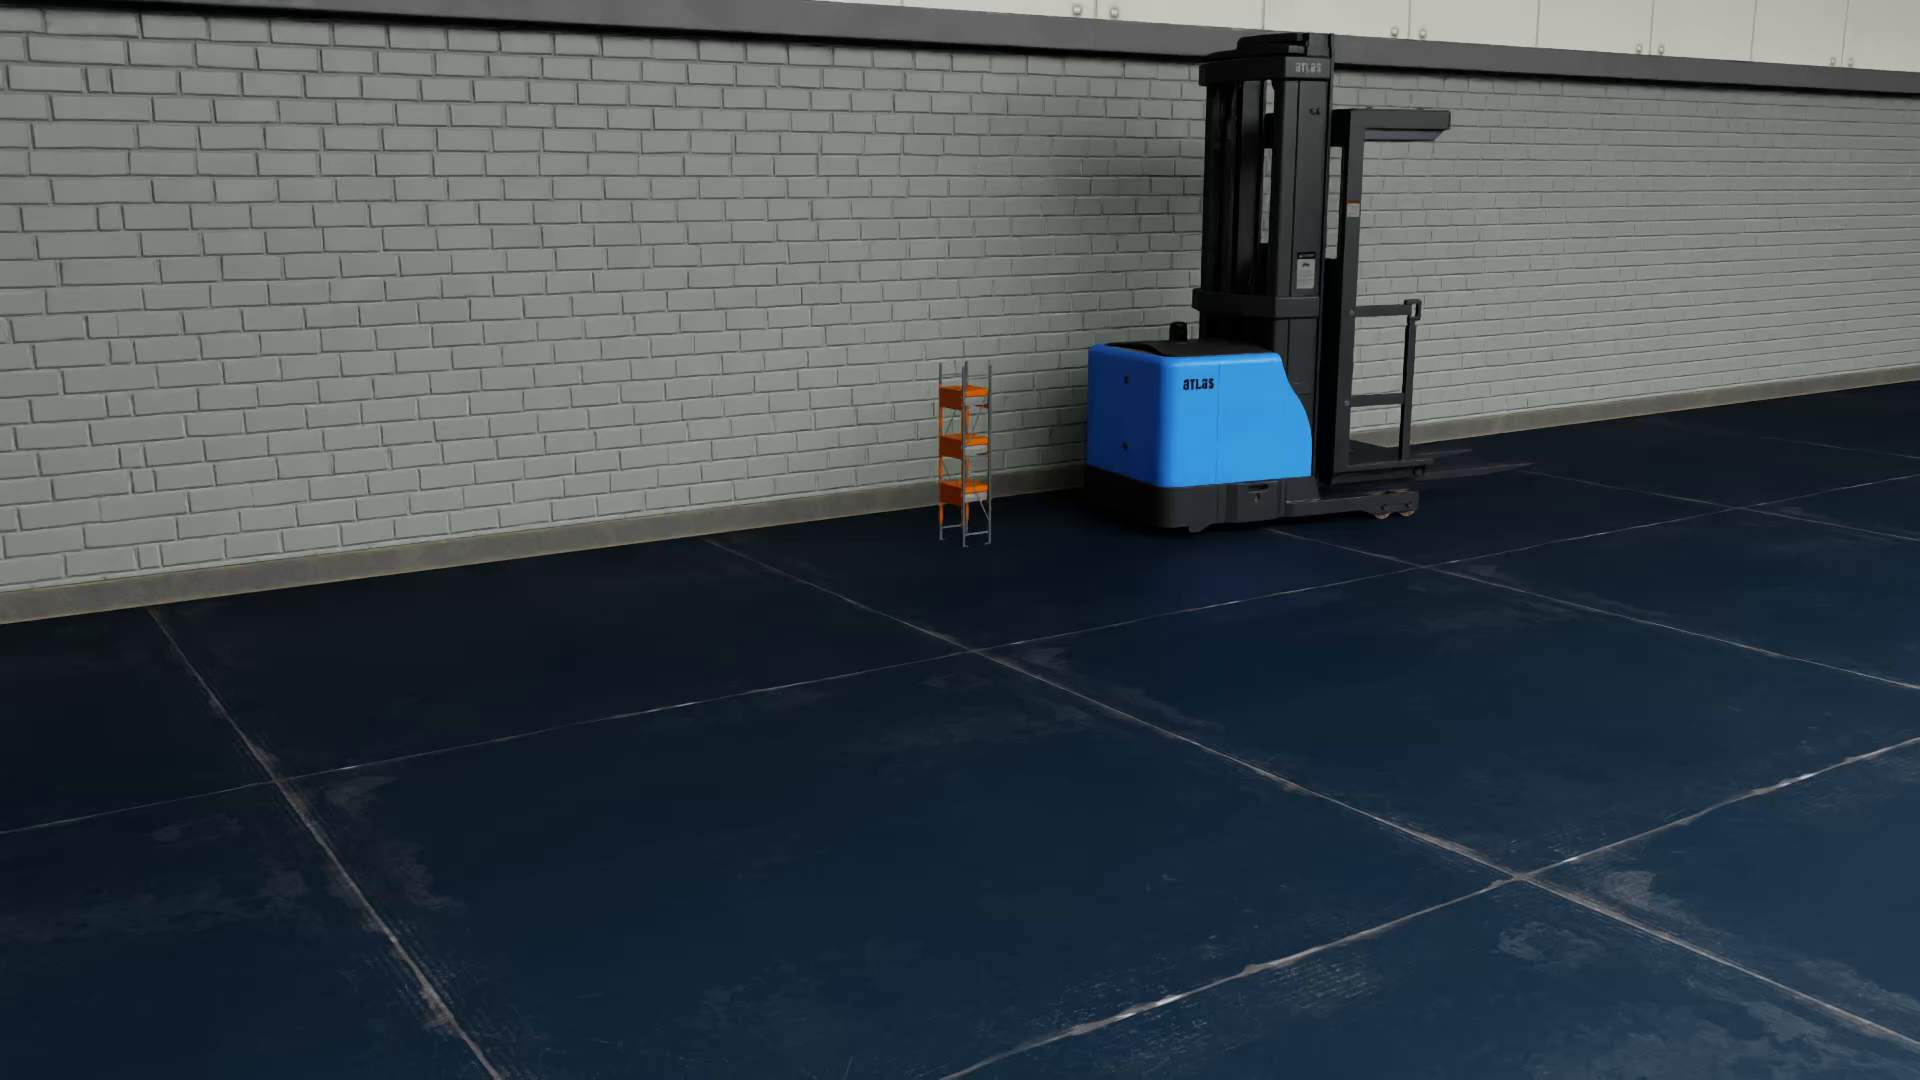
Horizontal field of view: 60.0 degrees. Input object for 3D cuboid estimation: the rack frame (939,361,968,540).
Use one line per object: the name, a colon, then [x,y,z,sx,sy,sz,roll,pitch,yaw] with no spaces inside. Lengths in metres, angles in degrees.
rack frame: [-0.038,-0.525,9.805,0.200,1.050,0.008,-8,15,-33]

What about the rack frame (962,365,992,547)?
rack frame: [0.097,-0.482,9.607,0.200,1.050,0.008,-8,15,-33]

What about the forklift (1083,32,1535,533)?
forklift: [2.355,-1.661,10.599,3.031,2.935,1.130,-6,14,-24]

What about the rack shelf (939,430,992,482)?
rack shelf: [0.030,-0.493,9.708,0.215,0.259,0.240,-8,15,-33]

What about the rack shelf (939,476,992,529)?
rack shelf: [0.030,-0.222,9.768,0.215,0.259,0.240,-8,15,-33]

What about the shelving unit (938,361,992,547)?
shelving unit: [0.030,-0.503,9.706,0.215,1.050,0.252,-8,15,-33]

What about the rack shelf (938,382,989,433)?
rack shelf: [0.030,-0.770,9.648,0.215,0.259,0.240,-8,15,-33]
